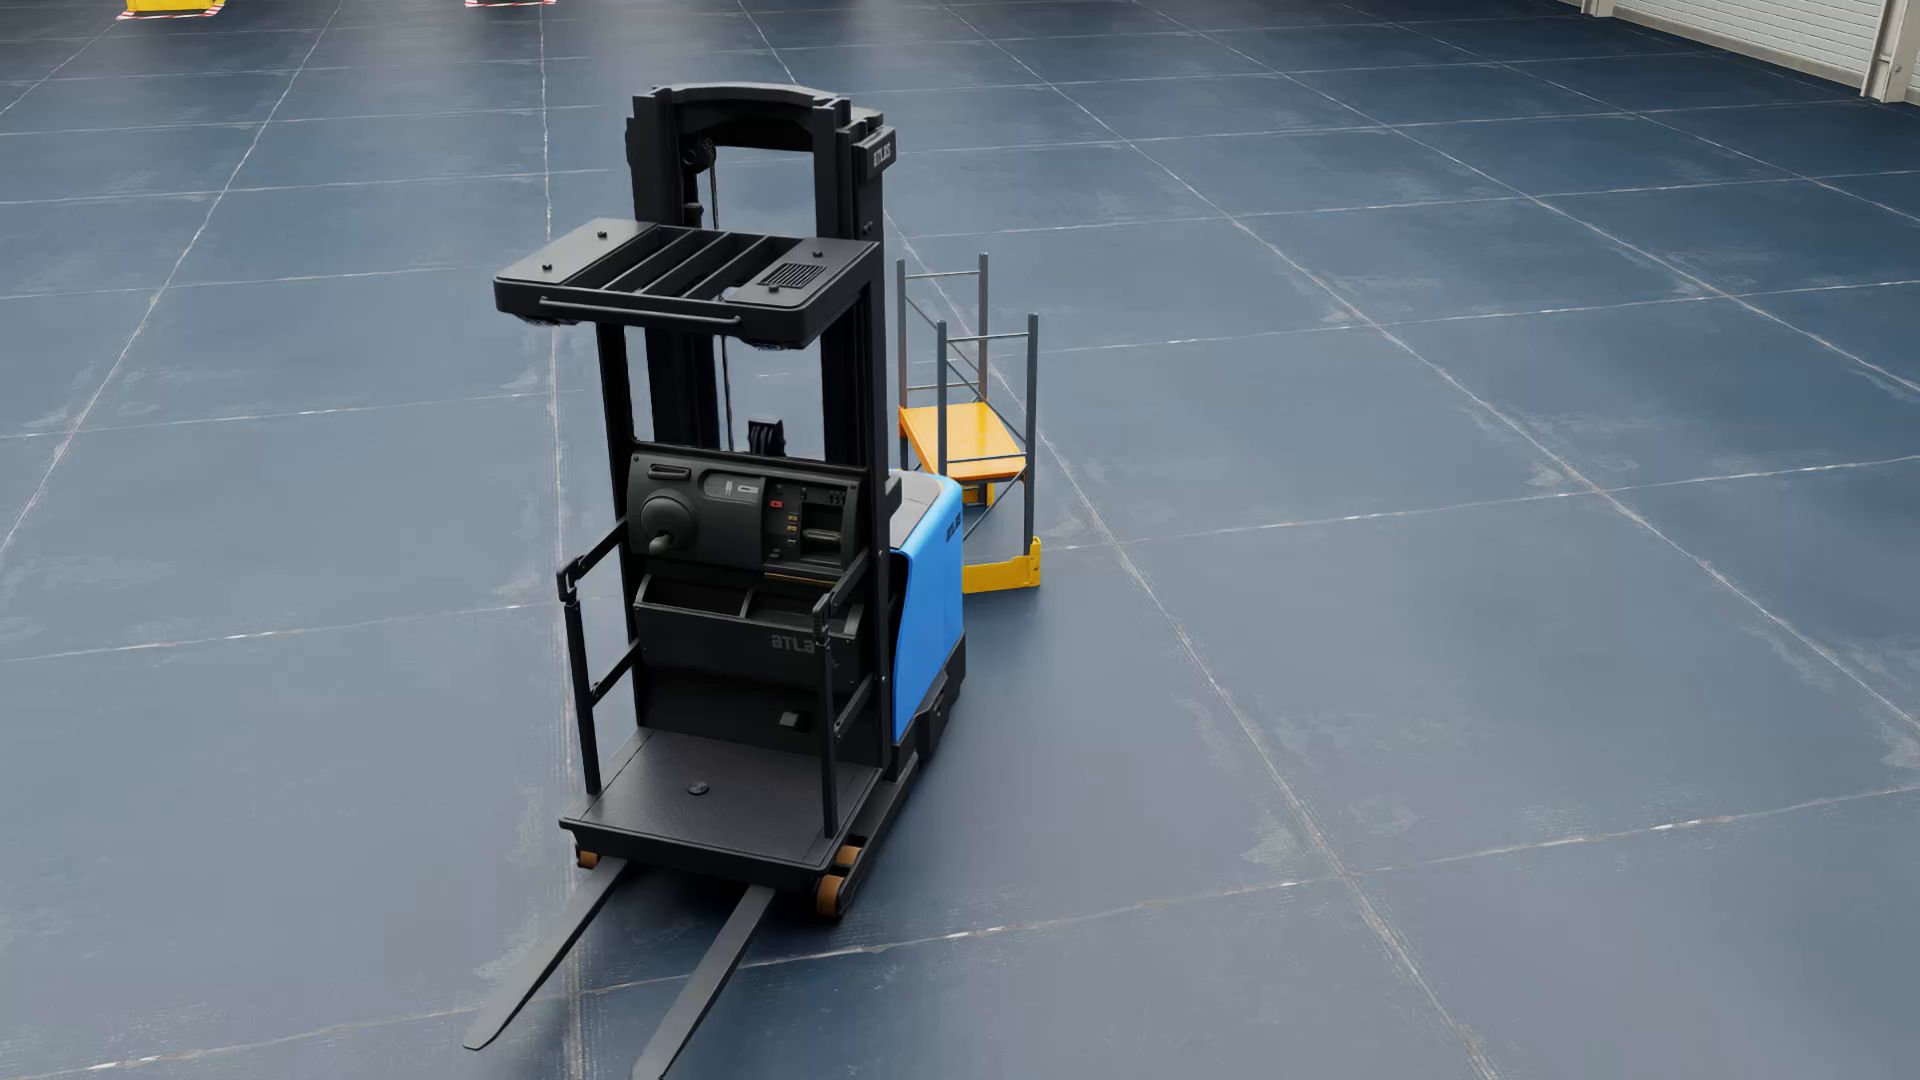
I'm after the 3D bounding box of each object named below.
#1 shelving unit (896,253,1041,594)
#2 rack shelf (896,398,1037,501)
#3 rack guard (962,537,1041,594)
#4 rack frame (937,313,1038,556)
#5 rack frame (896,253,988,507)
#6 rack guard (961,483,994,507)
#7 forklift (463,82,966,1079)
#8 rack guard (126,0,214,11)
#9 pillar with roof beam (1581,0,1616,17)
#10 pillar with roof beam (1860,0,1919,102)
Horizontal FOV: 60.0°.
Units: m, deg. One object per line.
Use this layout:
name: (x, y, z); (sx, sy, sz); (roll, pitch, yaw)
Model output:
shelving unit: (0.017, -0.636, 8.846); (0.587, 1.500, 1.083); (-6, 27, -12)
rack shelf: (0.019, -0.472, 8.919); (0.538, 0.185, 1.000); (-6, 27, -12)
rack guard: (0.129, 0.141, 8.694); (0.587, 0.250, 0.087); (-6, 27, -12)
rack frame: (0.134, -0.409, 8.396); (0.500, 1.500, 0.032); (-6, 27, -12)
rack frame: (-0.095, -0.855, 9.280); (0.500, 1.500, 0.032); (-6, 27, -12)
rack guard: (-0.095, -0.297, 9.561); (0.587, 0.250, 0.087); (-6, 27, -12)
forklift: (-0.884, -0.057, 6.111); (1.130, 2.935, 3.031); (8, 28, 15)
rack guard: (-11.970, -8.294, 25.128); (1.175, 0.500, 0.348); (-6, 27, -12)
pillar with roof beam: (5.288, -11.401, 21.851); (9.100, 9.000, 0.400); (-6, 27, -12)
pillar with roof beam: (6.640, -8.767, 16.632); (9.100, 9.000, 0.400); (-6, 27, -12)
